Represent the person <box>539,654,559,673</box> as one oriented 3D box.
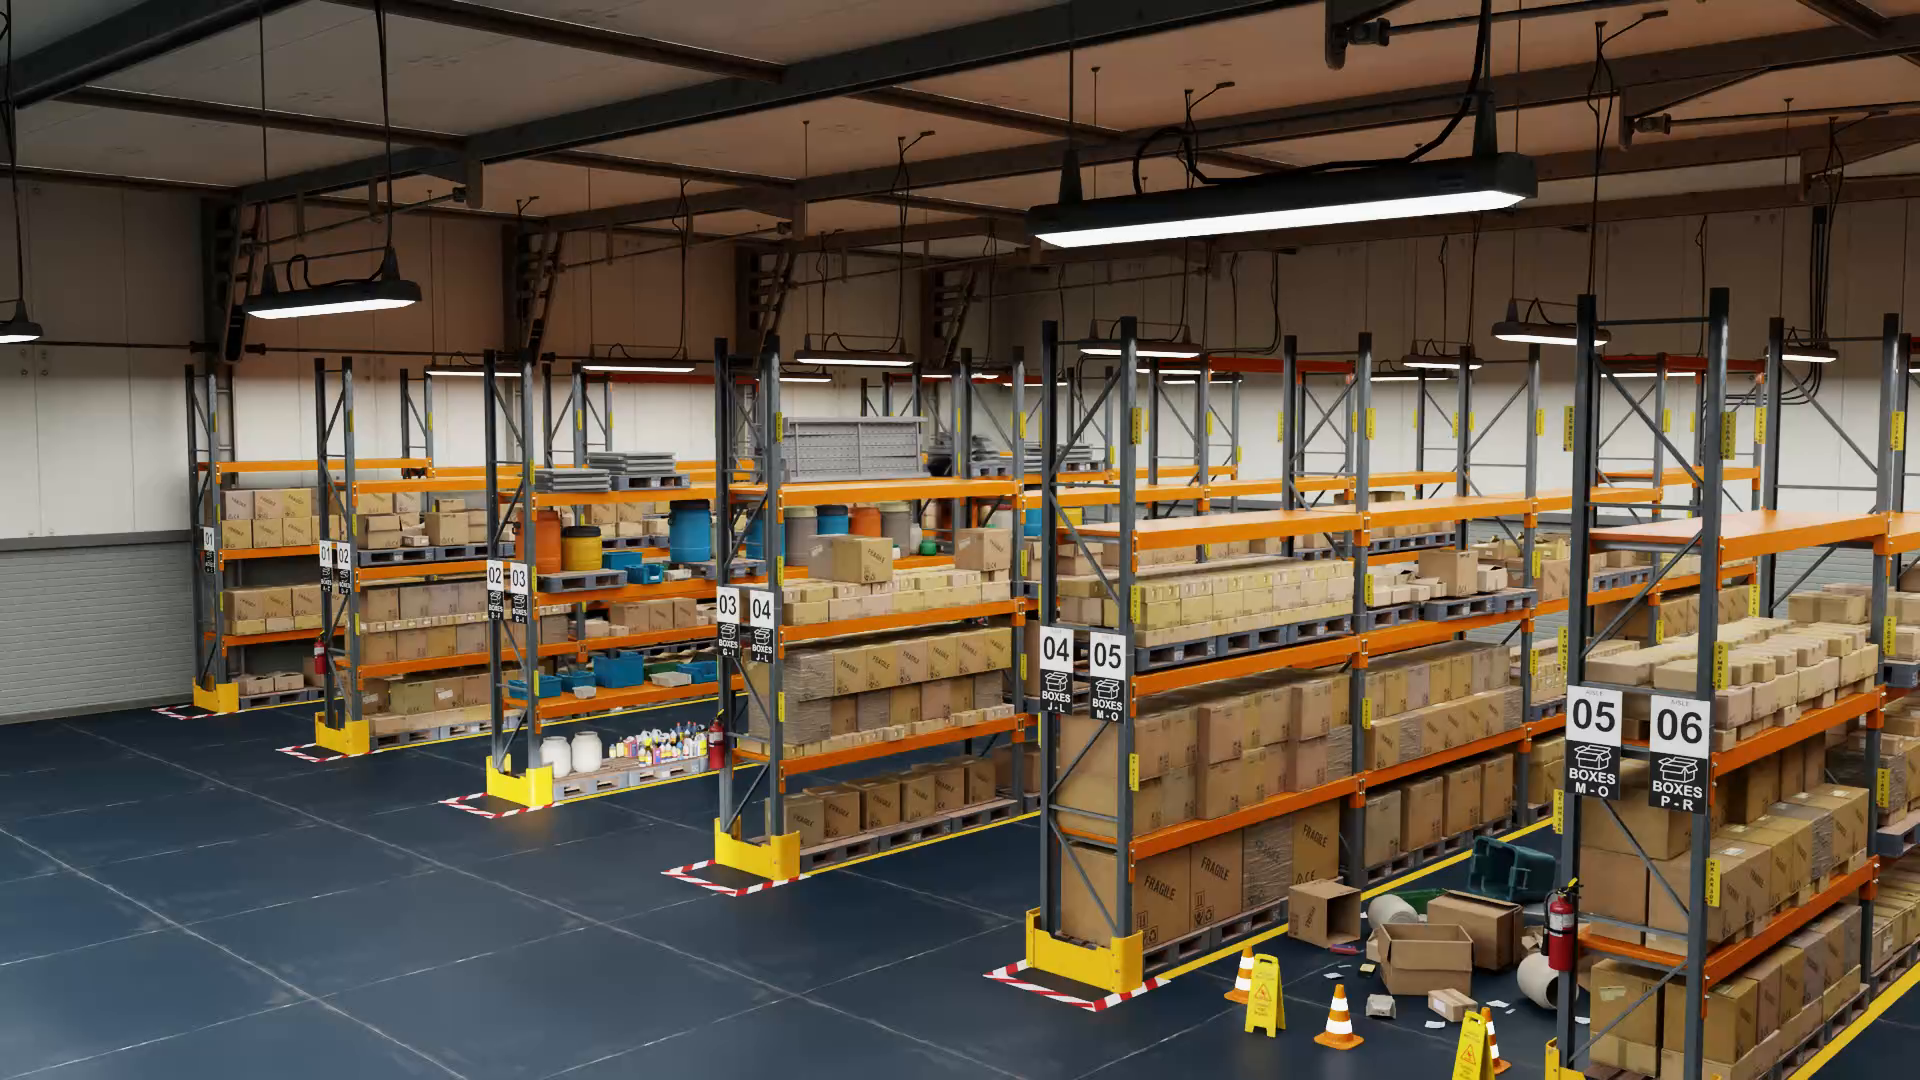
[{"bbox_3d":[-7.679,2.081,30.610,0.601,1.486,0.852,2,5,23],"label":"person"}]
